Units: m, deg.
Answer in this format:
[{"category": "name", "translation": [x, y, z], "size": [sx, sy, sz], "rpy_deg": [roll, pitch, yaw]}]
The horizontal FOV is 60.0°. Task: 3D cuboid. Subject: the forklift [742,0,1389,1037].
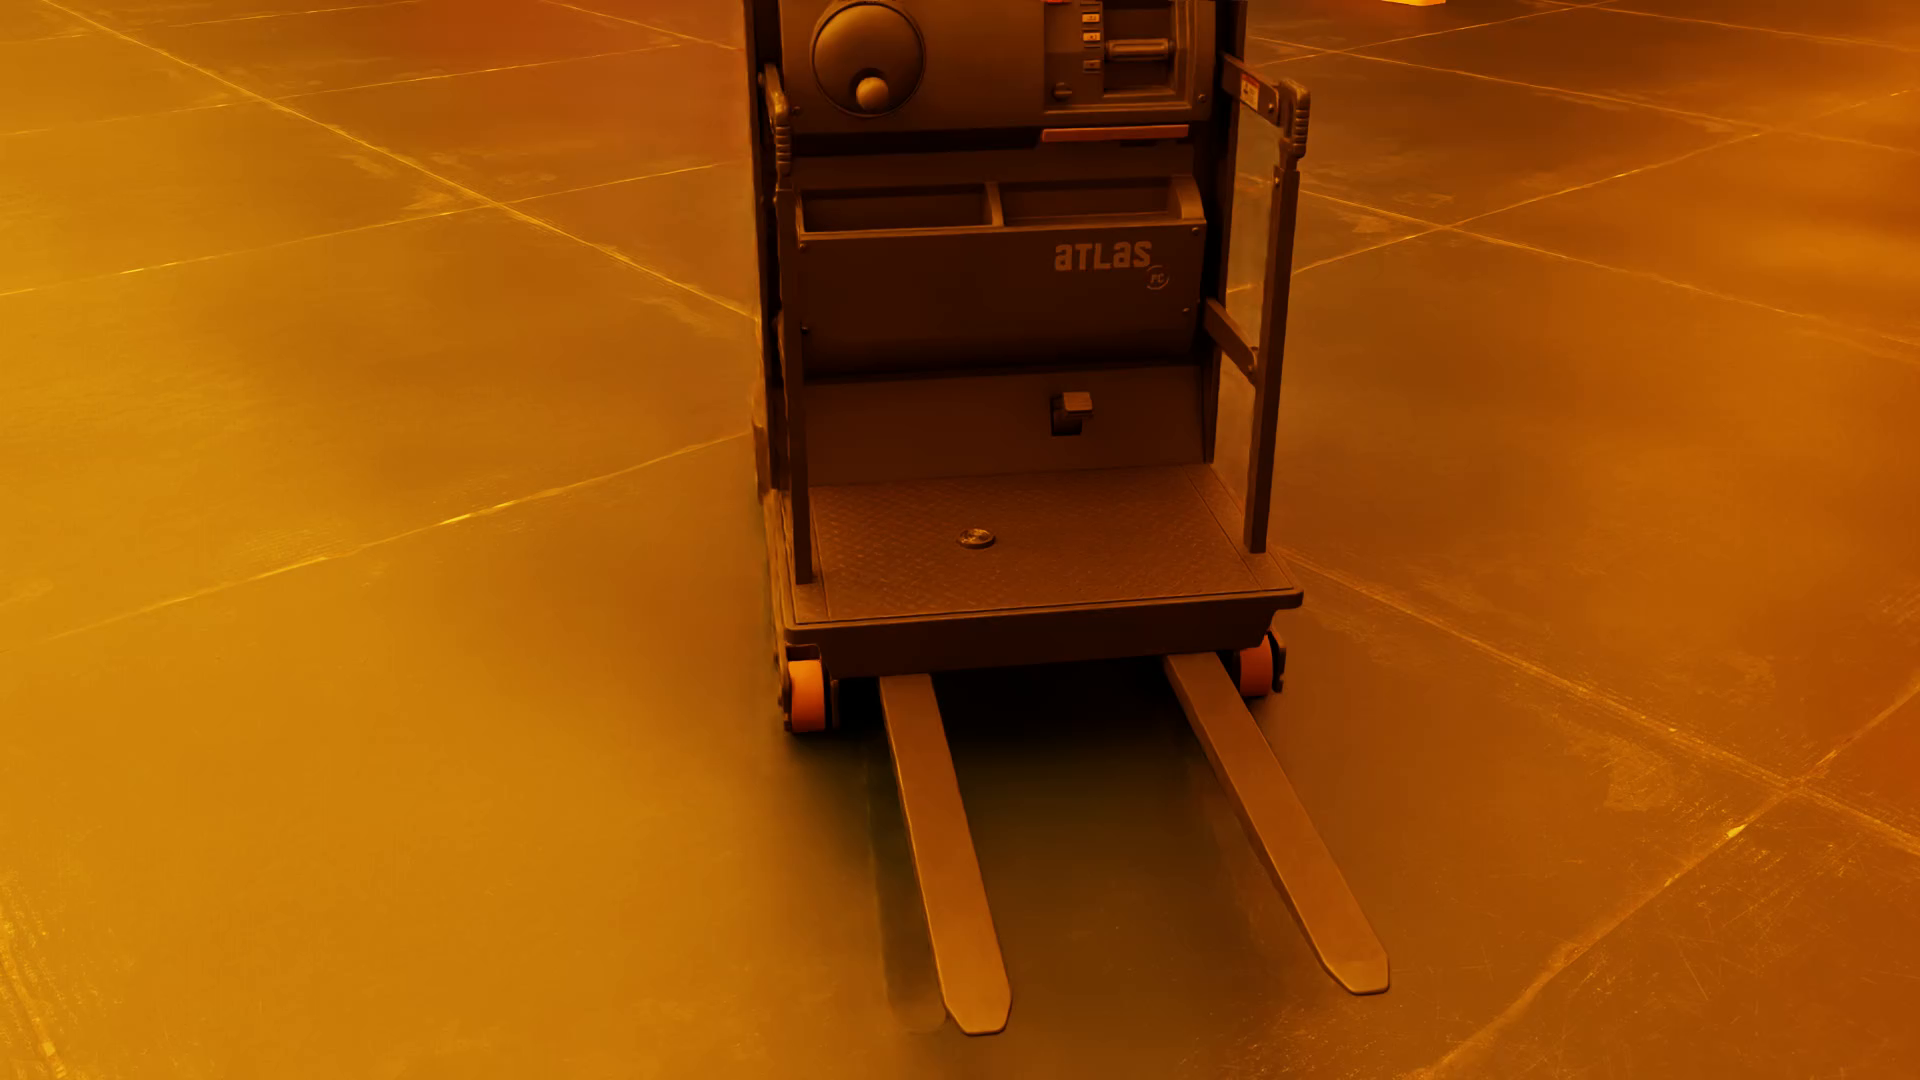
[{"category": "forklift", "translation": [0.117, -1.057, 3.333], "size": [1.130, 2.935, 3.031], "rpy_deg": [-4, 27, -8]}]
